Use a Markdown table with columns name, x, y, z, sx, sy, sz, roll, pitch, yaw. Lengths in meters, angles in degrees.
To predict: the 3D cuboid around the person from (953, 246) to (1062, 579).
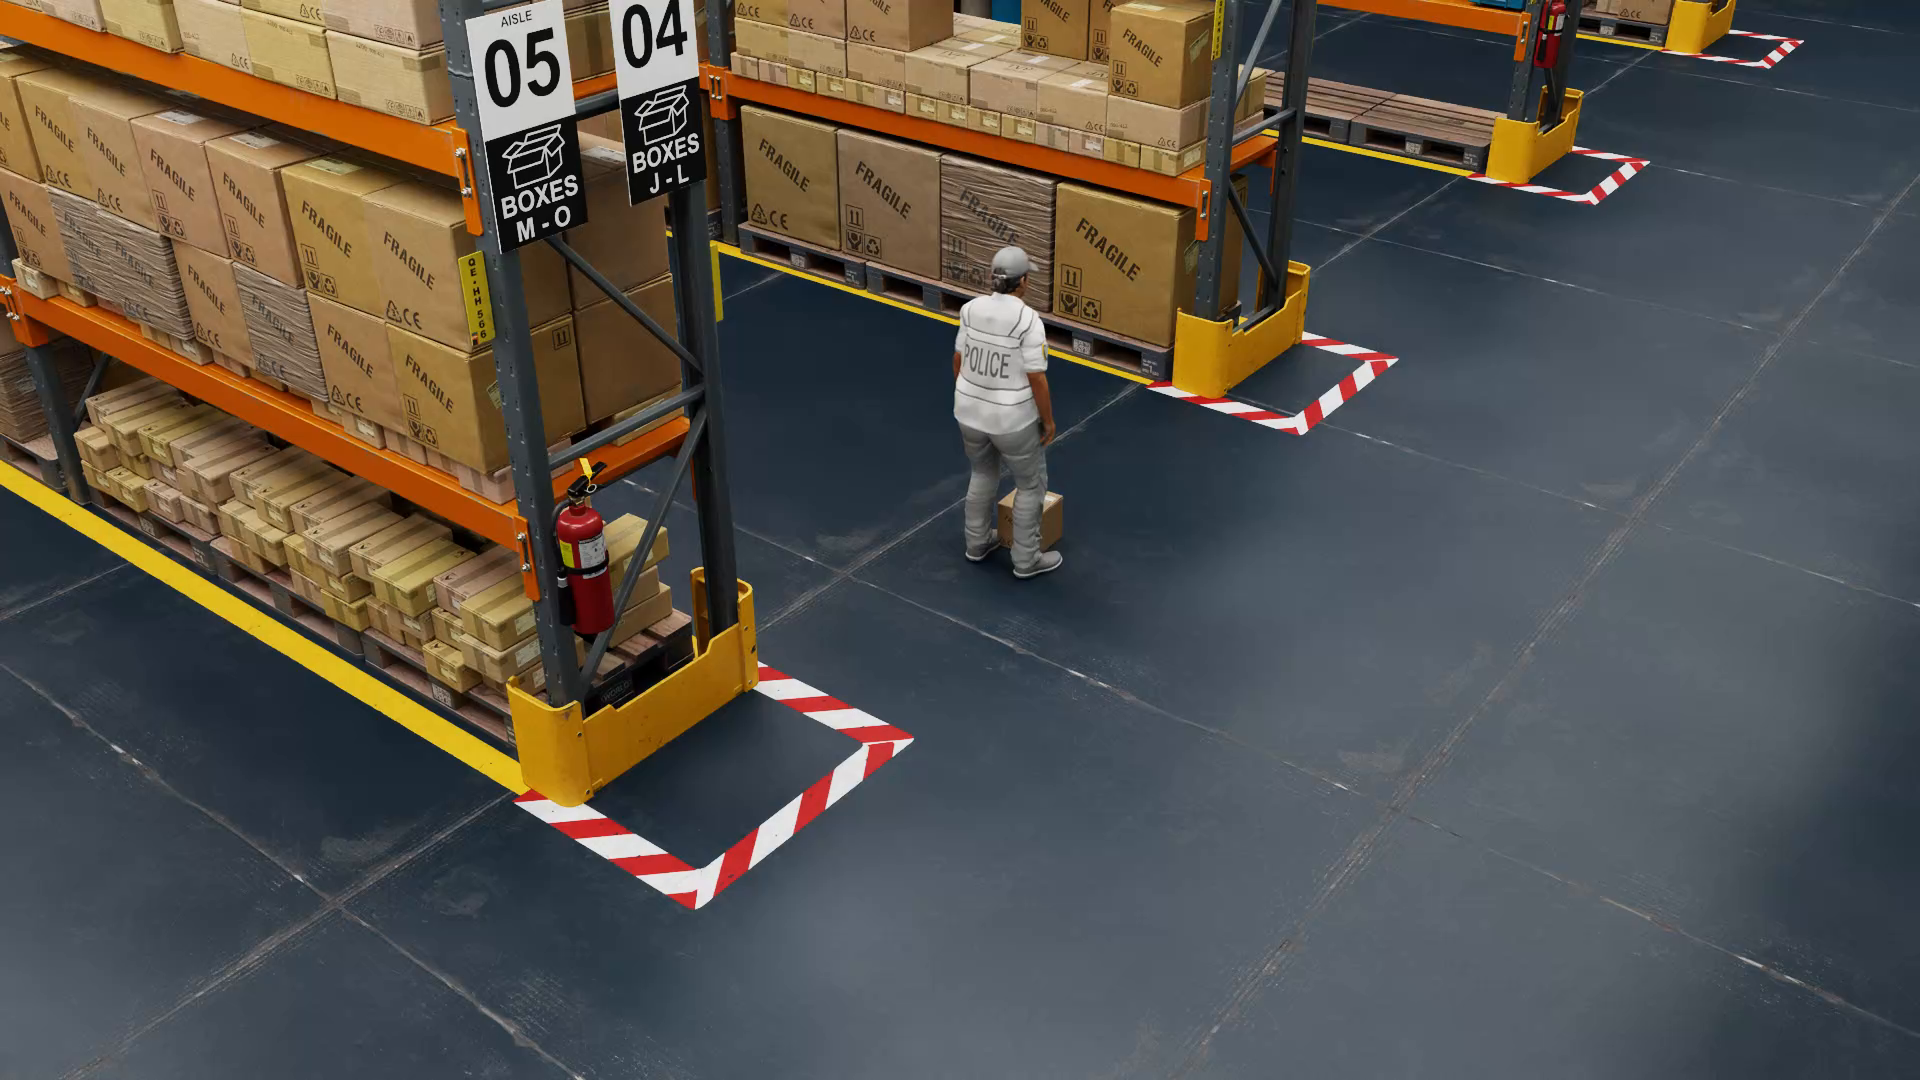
| name | x | y | z | sx | sy | sz | roll | pitch | yaw |
| --- | --- | --- | --- | --- | --- | --- | --- | --- | --- |
| person | 0.233 | -0.620 | 8.154 | 0.559 | 1.667 | 0.467 | 20 | 36 | 29 |
